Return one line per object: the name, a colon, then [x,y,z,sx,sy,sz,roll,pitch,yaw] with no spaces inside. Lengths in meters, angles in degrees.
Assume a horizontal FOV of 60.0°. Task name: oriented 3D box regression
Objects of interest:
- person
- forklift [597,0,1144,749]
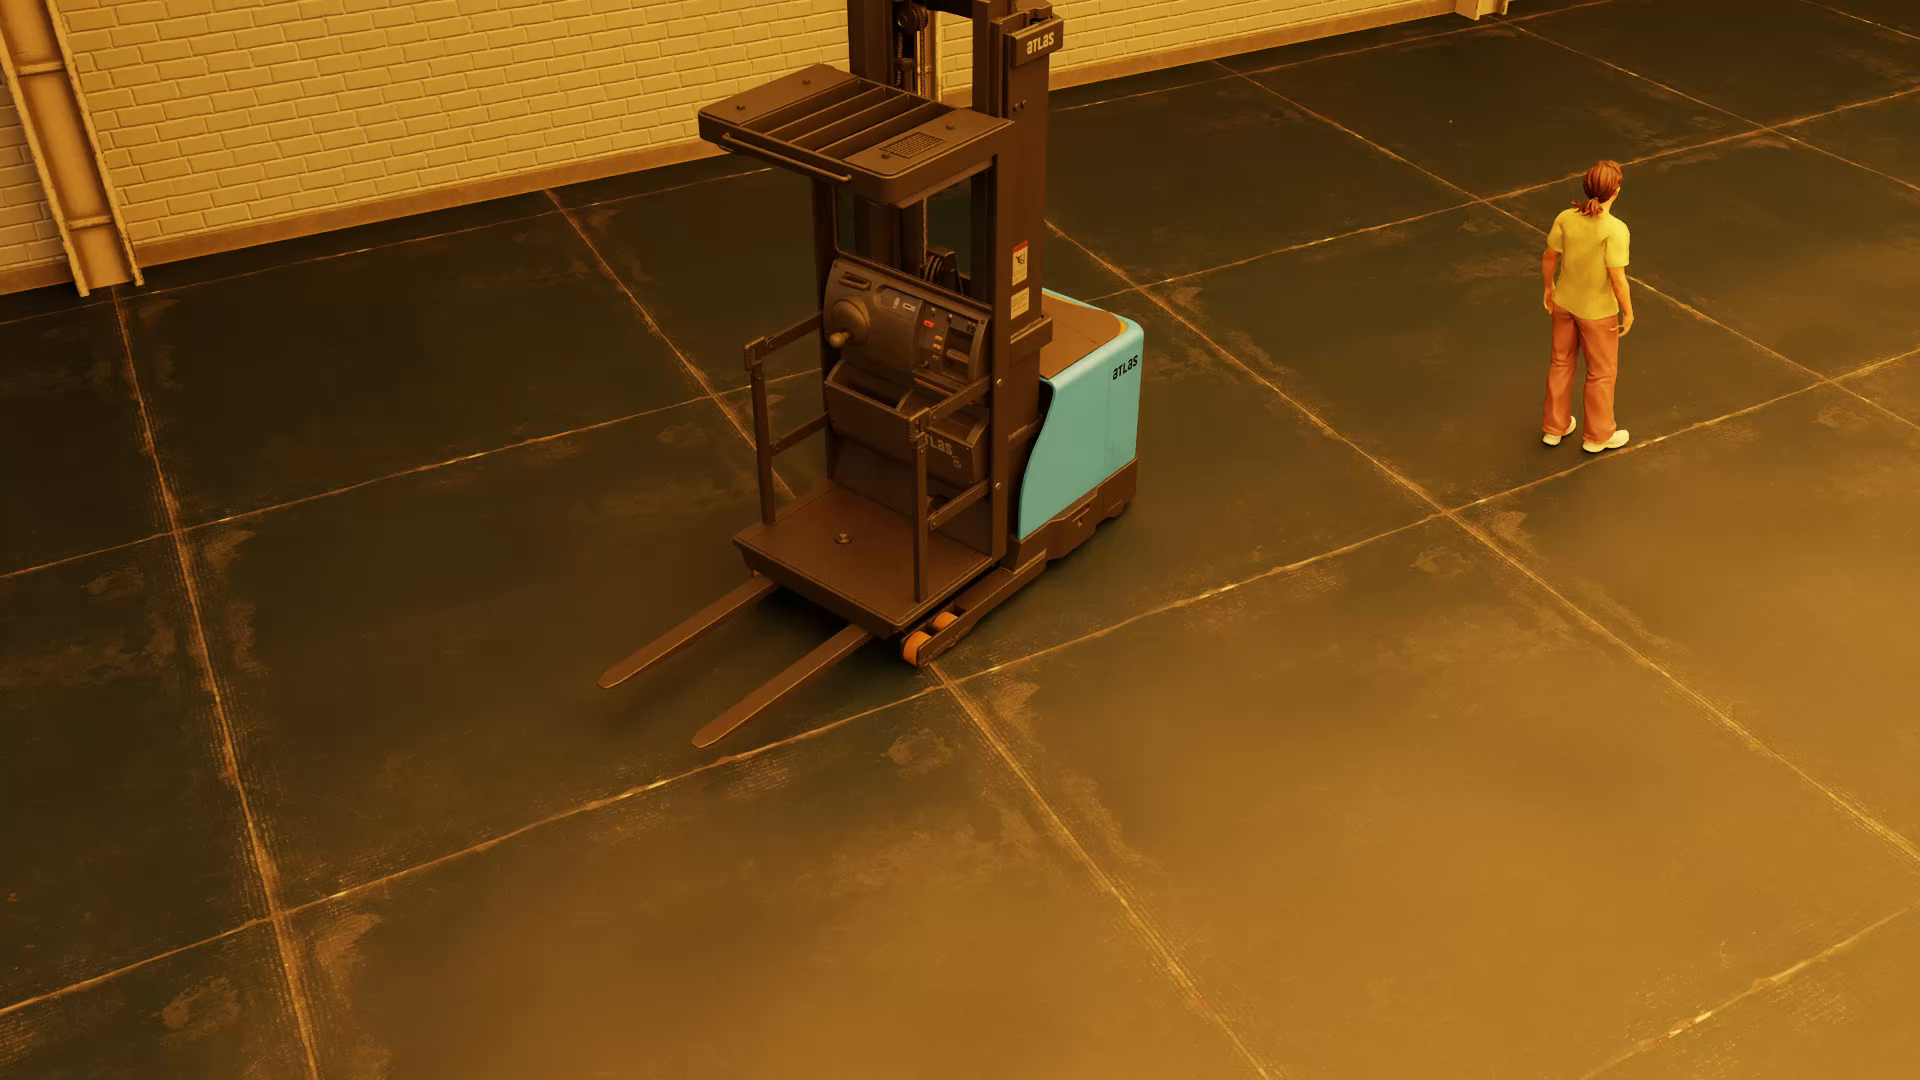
person: [3.426,-1.270,8.994,0.548,1.674,0.553,-24,42,-30]
forklift: [-0.390,-0.927,7.434,1.130,2.935,3.031,26,43,31]
